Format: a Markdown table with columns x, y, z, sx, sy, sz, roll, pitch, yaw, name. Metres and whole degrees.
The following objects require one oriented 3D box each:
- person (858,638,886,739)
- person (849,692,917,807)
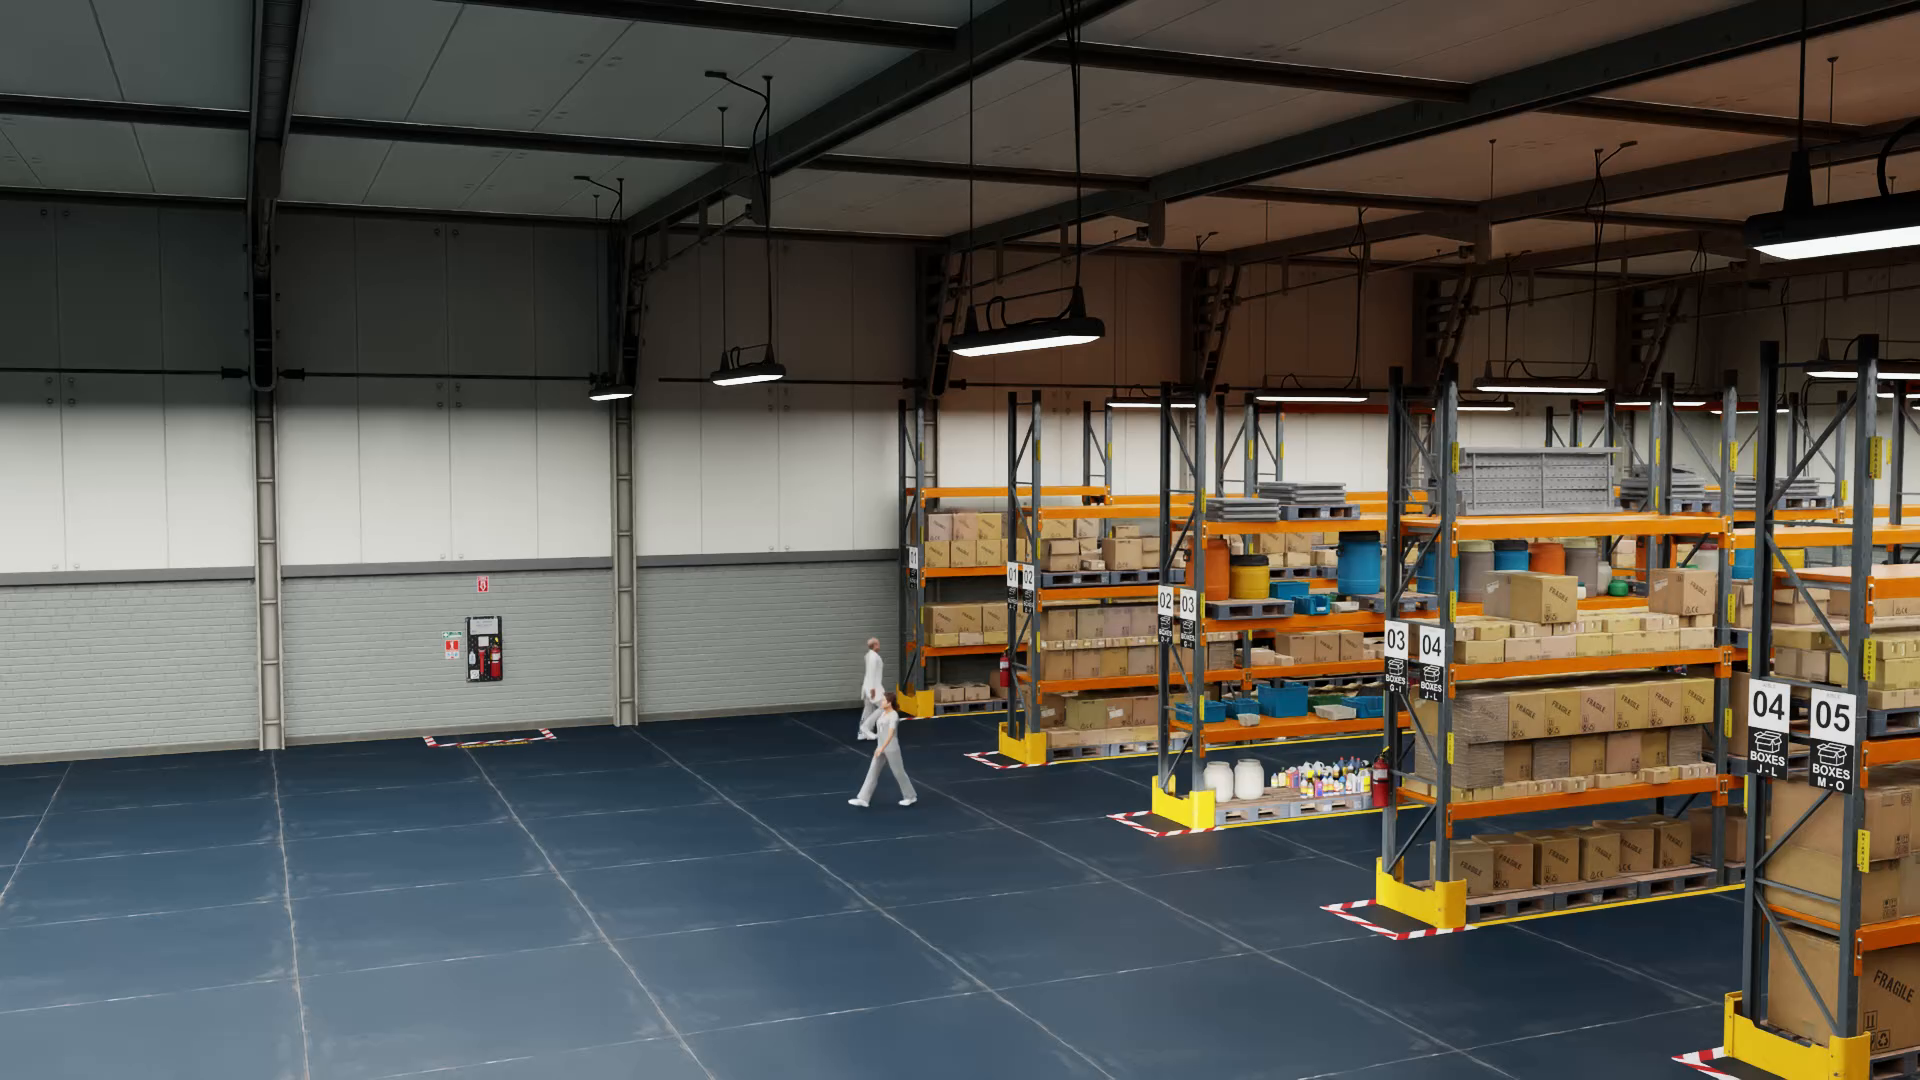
| x | y | z | sx | sy | sz | roll | pitch | yaw | name |
| --- | --- | --- | --- | --- | --- | --- | --- | --- | --- |
| -1.518 | 2.575 | 28.866 | 0.525 | 1.767 | 0.617 | -1 | 3 | -13 | person |
| -1.075 | 2.957 | 23.446 | 1.010 | 1.611 | 0.468 | -2 | 4 | -30 | person |
